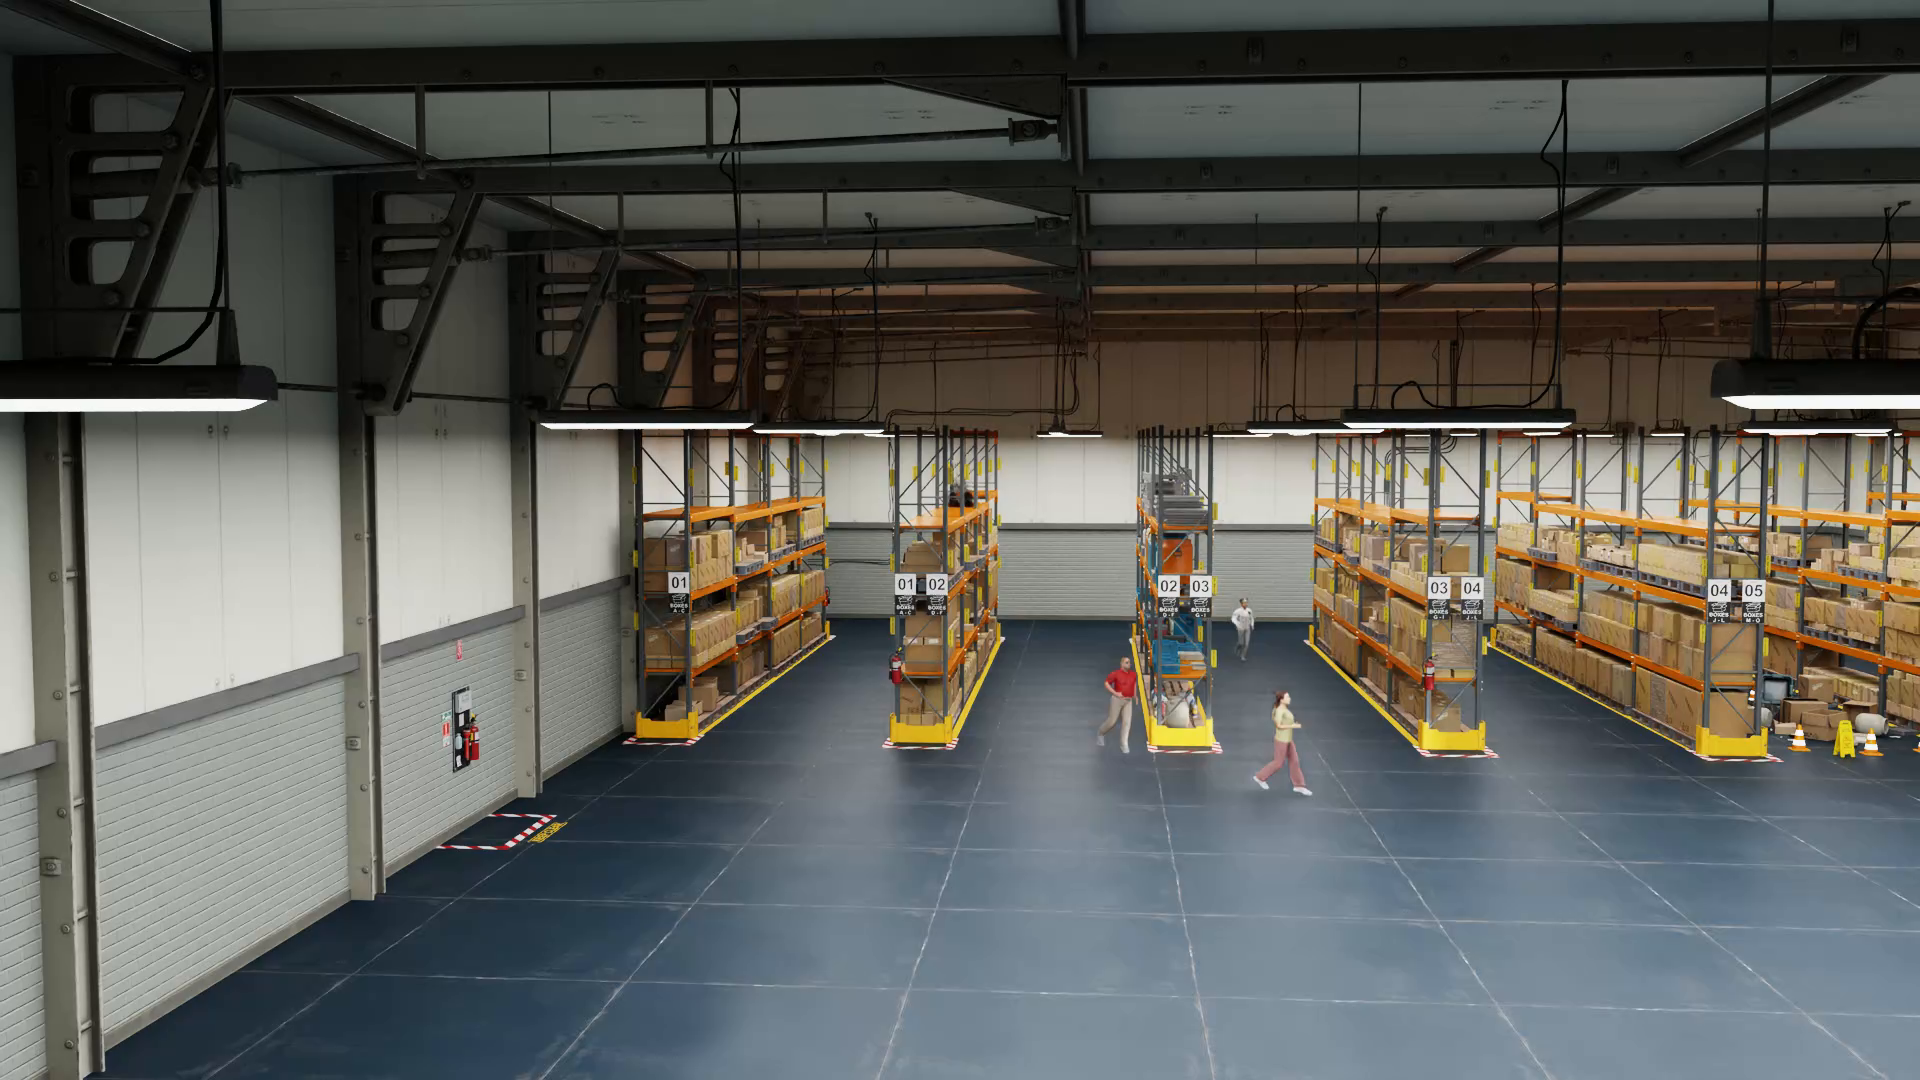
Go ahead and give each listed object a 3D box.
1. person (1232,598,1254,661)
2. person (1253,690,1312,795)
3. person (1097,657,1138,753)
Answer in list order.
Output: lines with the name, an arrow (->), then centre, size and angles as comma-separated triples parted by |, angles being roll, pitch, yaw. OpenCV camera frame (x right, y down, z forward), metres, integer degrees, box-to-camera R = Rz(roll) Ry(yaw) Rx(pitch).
person -> 7.348, 2.306, 43.115 | 0.602, 1.652, 0.543 | -1, 3, -11
person -> 5.200, 3.254, 26.776 | 0.951, 1.668, 0.574 | 2, 4, 24
person -> 3.012, 3.019, 30.742 | 0.733, 1.698, 0.974 | -1, 4, -20
